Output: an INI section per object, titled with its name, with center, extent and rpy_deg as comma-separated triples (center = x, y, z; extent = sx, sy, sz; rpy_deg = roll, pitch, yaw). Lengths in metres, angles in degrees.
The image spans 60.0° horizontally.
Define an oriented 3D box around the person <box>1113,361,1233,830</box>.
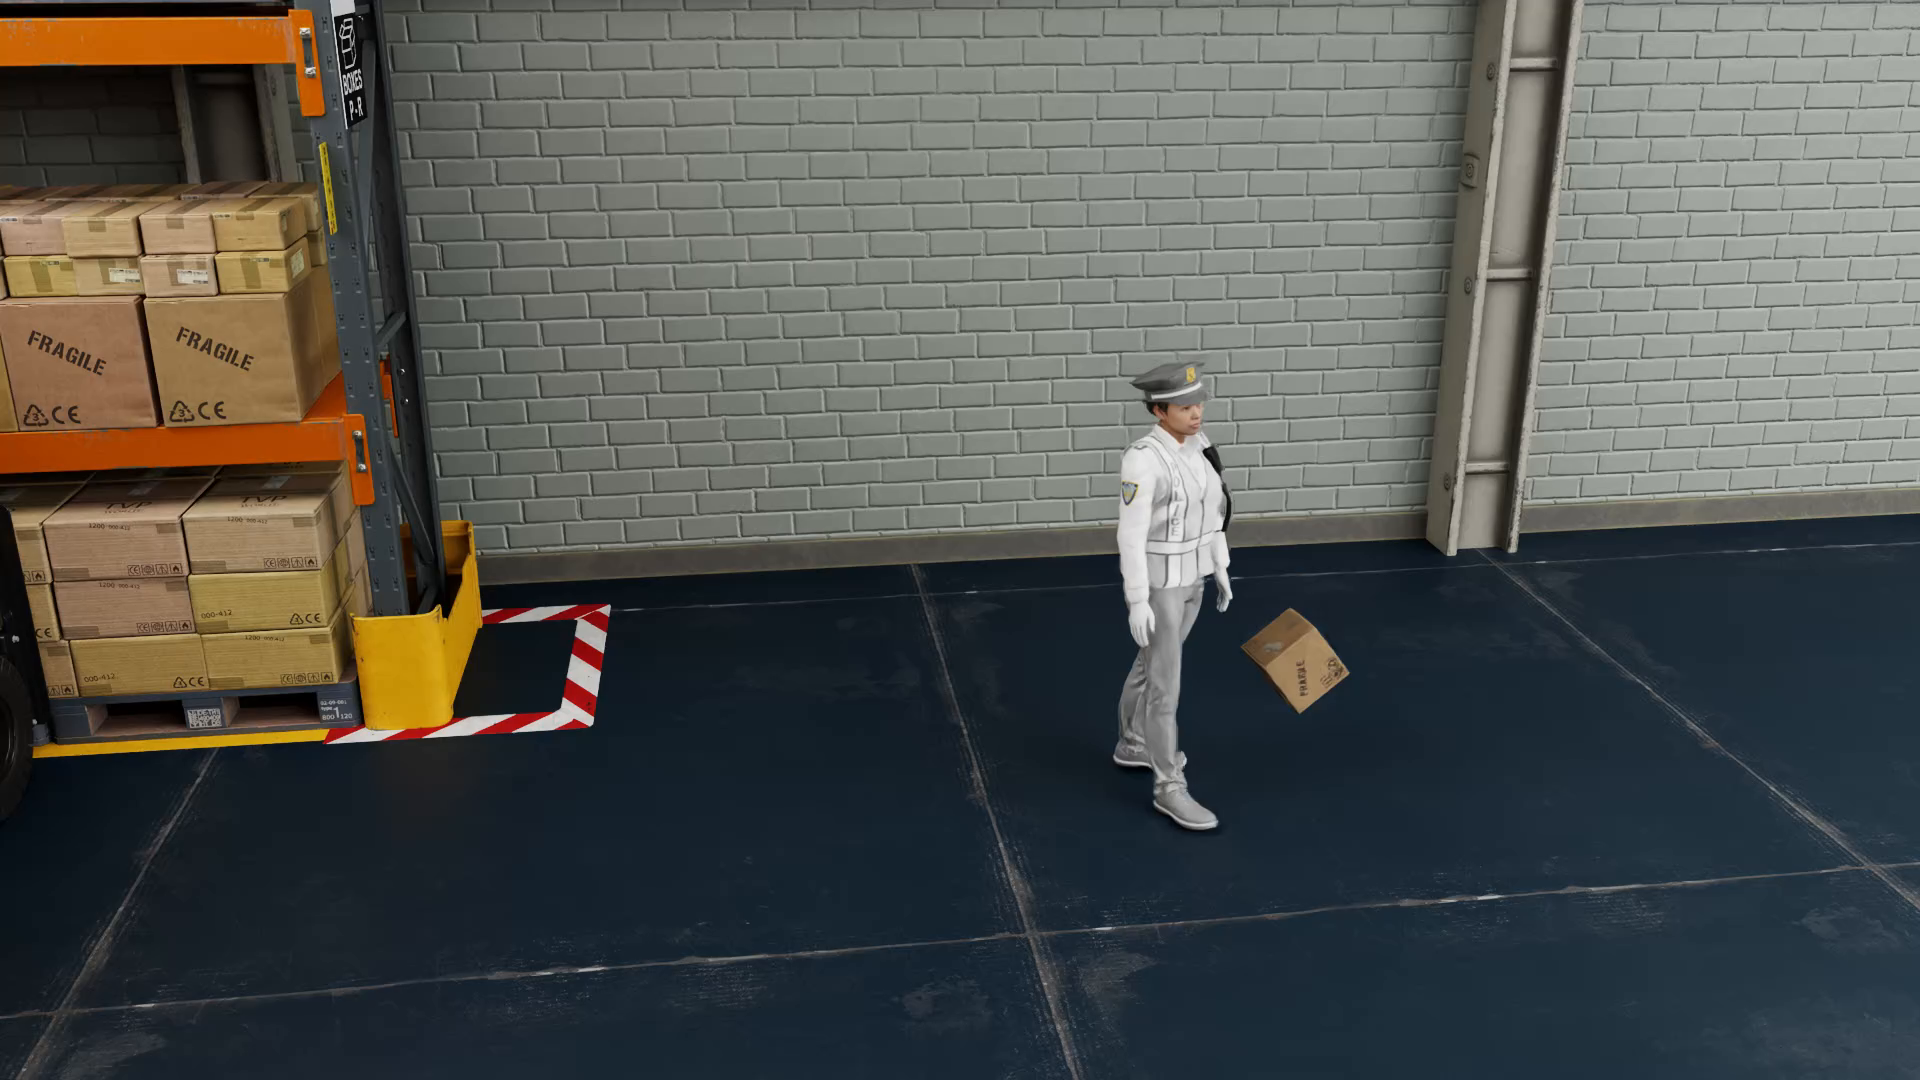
[person]
center = 0.788, 0.174, 6.038
extent = 0.597, 1.672, 0.603
rpy_deg = 16, 25, 36
